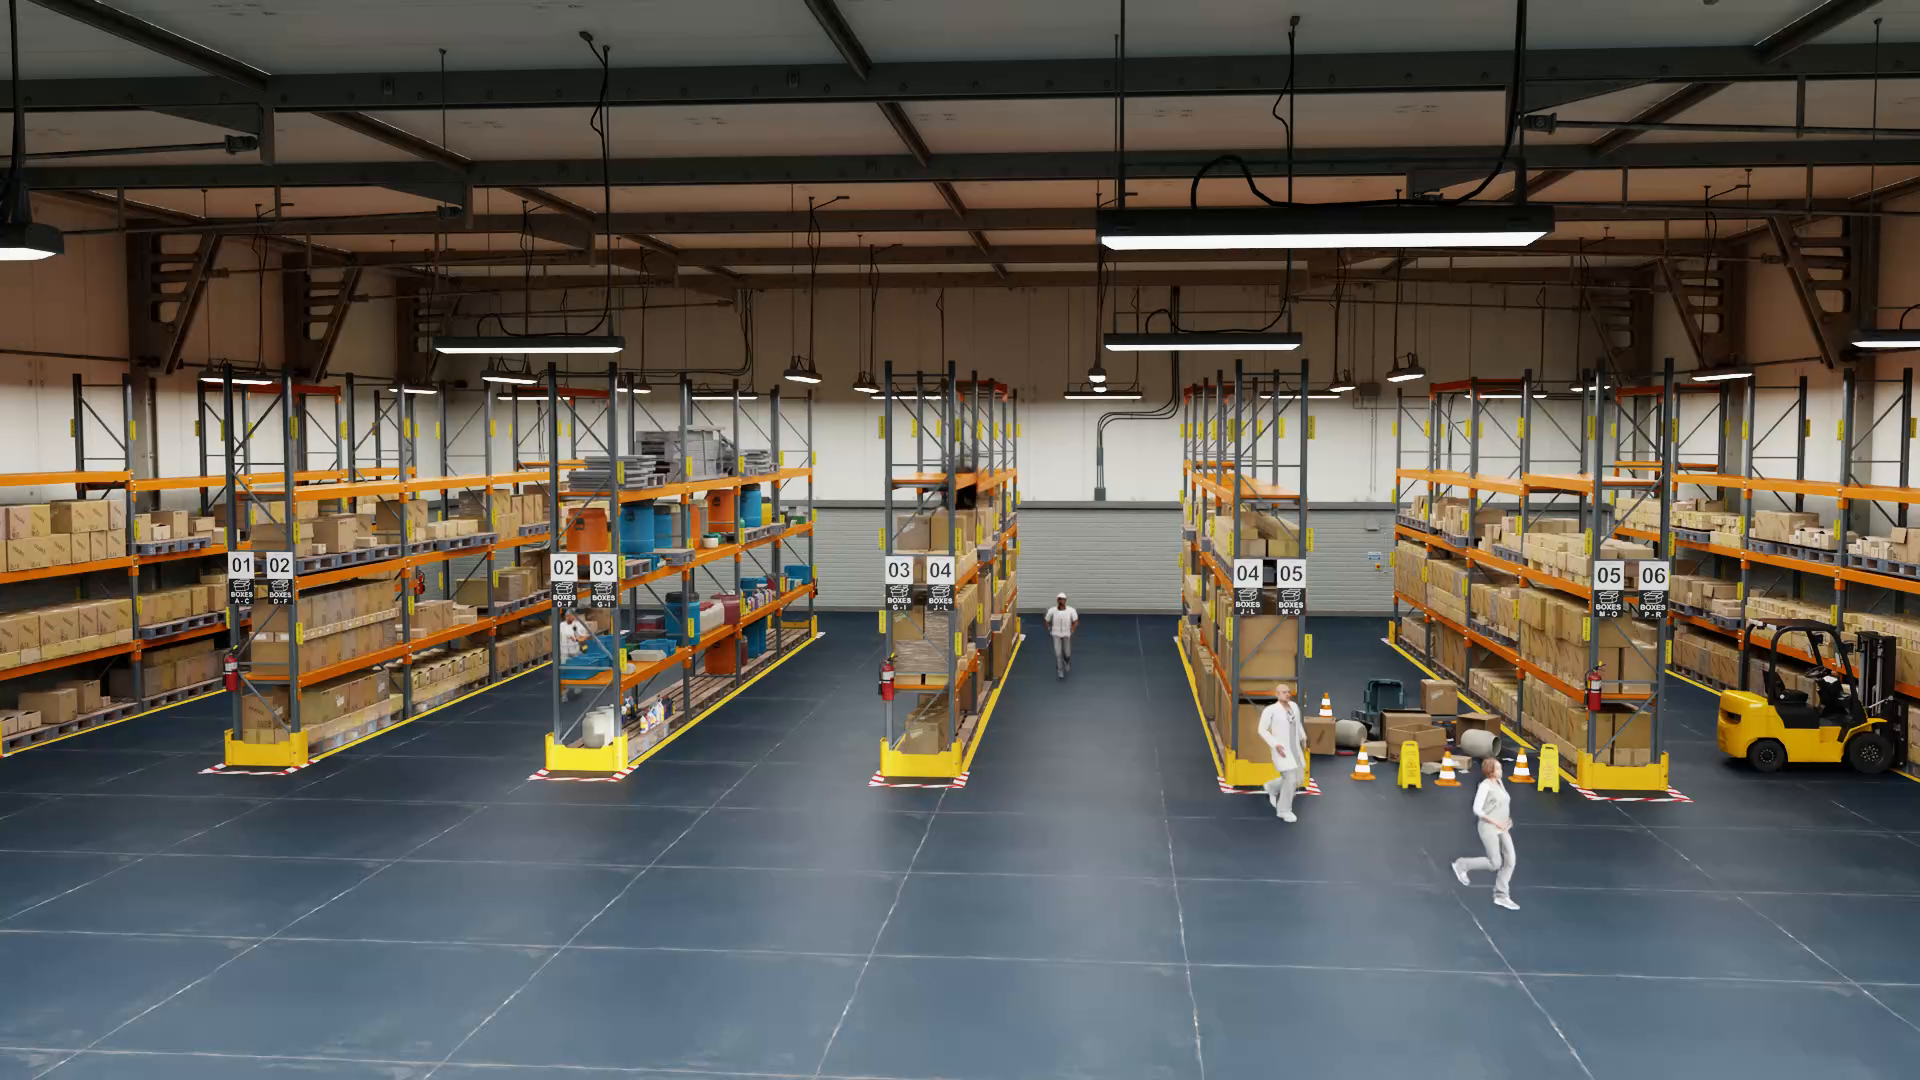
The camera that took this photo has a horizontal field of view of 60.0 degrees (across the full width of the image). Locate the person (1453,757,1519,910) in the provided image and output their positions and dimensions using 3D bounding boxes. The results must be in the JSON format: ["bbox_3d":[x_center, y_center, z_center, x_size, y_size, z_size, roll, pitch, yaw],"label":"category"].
[{"bbox_3d":[5.605,3.076,17.611,0.548,1.574,0.729,-4,5,-44],"label":"person"}]

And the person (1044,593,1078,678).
[{"bbox_3d":[2.052,1.926,33.721,0.698,1.718,0.610,0,4,4],"label":"person"}]

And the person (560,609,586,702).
[{"bbox_3d":[-7.260,2.116,30.972,0.601,1.667,0.915,0,4,-7],"label":"person"}]

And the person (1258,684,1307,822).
[{"bbox_3d":[4.159,2.726,21.500,0.707,1.749,0.629,-2,4,-31],"label":"person"}]
